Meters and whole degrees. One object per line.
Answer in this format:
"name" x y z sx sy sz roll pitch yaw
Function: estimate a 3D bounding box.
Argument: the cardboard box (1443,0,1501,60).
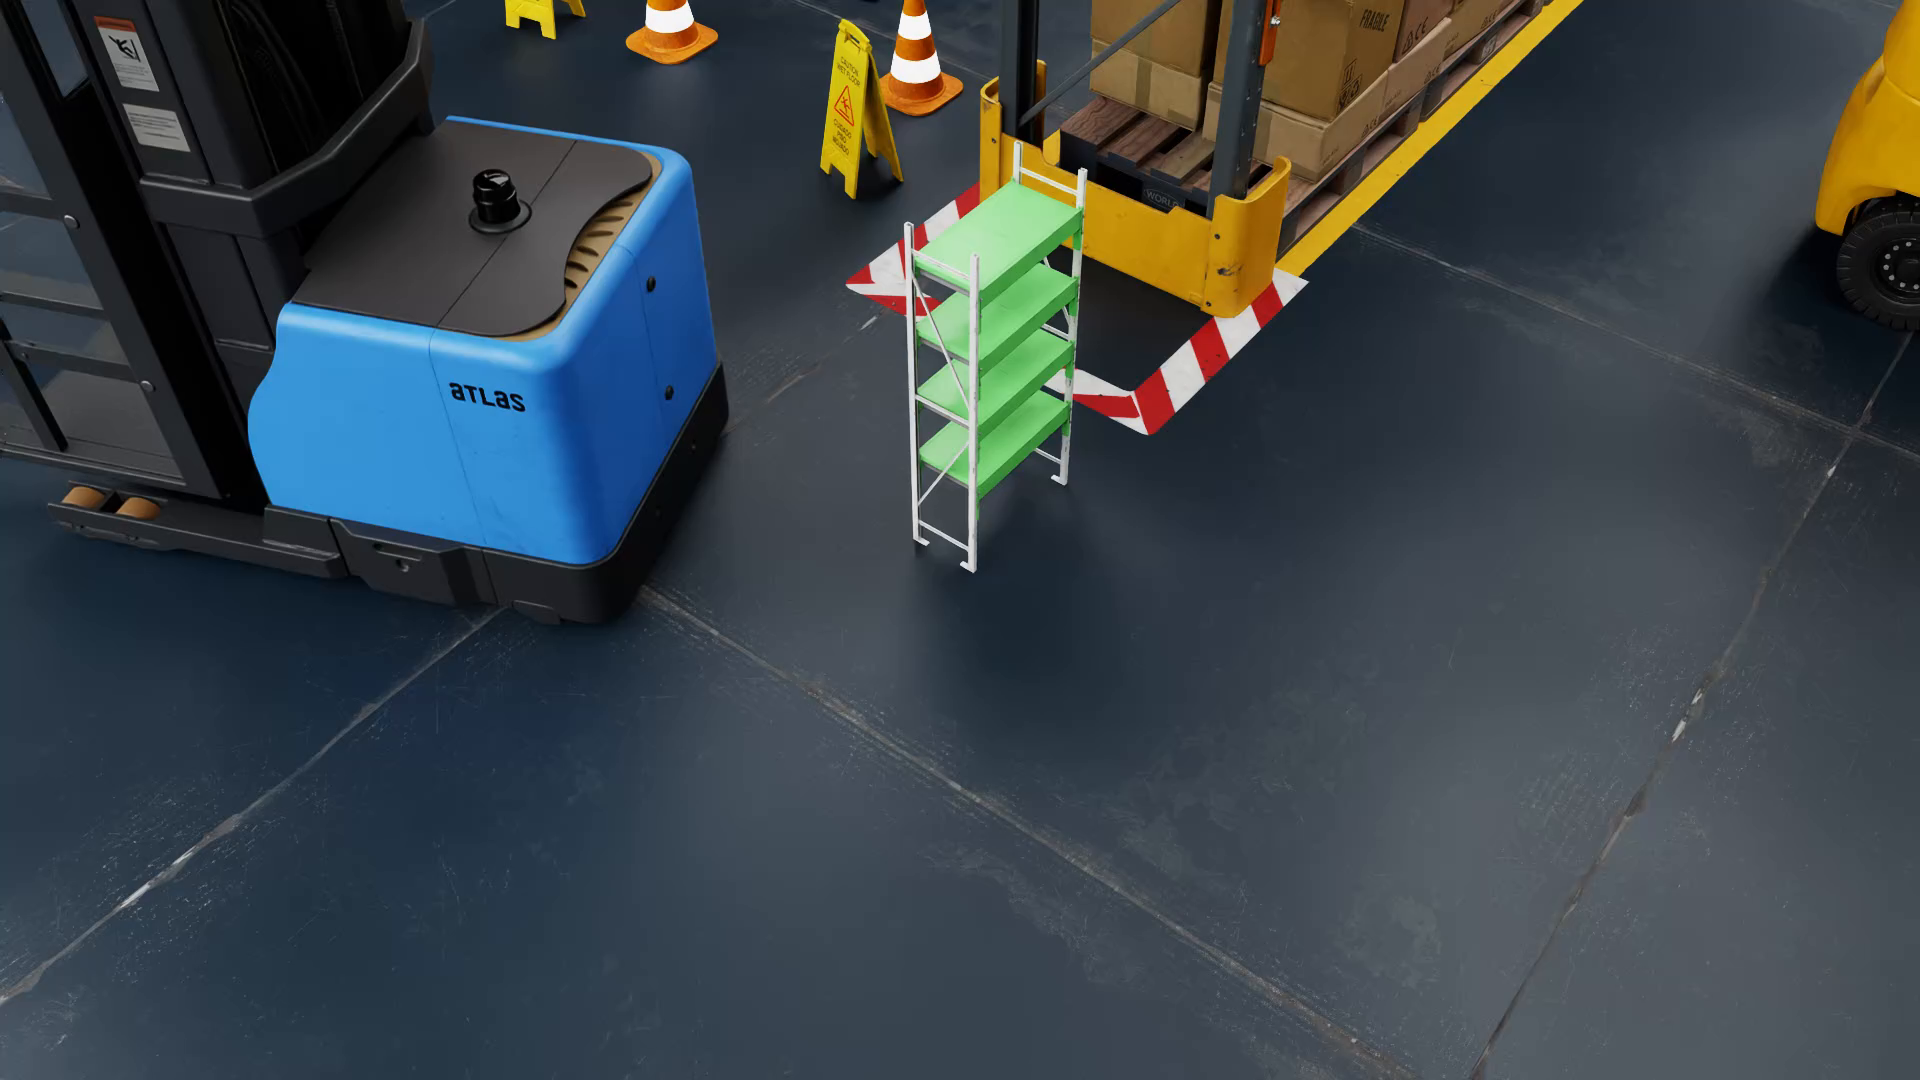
"cardboard box" 1.924 -2.273 6.958 0.500 0.250 0.500 33 54 27

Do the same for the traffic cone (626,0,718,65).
"traffic cone" -1.274 -2.368 7.192 0.336 0.463 0.334 29 53 25

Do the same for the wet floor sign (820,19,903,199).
"wet floor sign" -0.392 -1.683 6.412 0.232 0.644 0.267 -25 51 -22

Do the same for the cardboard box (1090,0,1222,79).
"cardboard box" 0.854 -2.160 6.332 0.500 0.500 0.500 30 53 25

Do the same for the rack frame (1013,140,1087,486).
"rack frame" 0.250 -0.649 5.040 0.240 1.200 0.015 29 53 25

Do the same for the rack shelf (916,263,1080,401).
"rack shelf" 0.101 -0.631 4.779 0.258 0.148 0.480 29 53 25

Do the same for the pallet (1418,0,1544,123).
"pallet" 1.888 -2.357 7.355 1.003 0.211 1.213 29 53 25

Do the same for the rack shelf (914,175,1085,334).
"rack shelf" 0.101 -0.797 4.606 0.258 0.148 0.480 29 53 25

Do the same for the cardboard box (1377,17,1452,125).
"cardboard box" 1.601 -1.955 6.655 0.500 0.250 0.500 31 54 26

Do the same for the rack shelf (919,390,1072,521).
"rack shelf" 0.101 -0.299 5.126 0.258 0.148 0.480 29 53 25

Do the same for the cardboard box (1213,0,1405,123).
"cardboard box" 1.297 -1.940 6.121 0.500 0.500 0.500 28 52 24

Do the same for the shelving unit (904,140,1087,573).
"shelving unit" 0.101 -0.509 4.907 0.258 1.200 0.503 29 53 25

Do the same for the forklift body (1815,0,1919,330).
"forklift body" 4.216 -1.538 5.232 2.313 2.155 1.214 29 53 25

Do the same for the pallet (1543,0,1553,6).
"pallet" 2.634 -3.058 8.025 1.003 0.211 1.213 29 53 25

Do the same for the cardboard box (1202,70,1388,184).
"cardboard box" 1.283 -1.667 6.379 0.500 0.250 0.500 29 53 25

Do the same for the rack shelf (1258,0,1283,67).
"rack shelf" 1.793 -3.028 6.566 1.077 0.370 4.000 29 53 25

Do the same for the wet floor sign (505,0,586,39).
"wet floor sign" -1.859 -2.558 7.247 0.267 0.644 0.232 21 50 19

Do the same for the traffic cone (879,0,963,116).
"traffic cone" -0.187 -2.072 6.909 0.336 0.463 0.334 29 53 25

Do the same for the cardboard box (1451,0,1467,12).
"cardboard box" 1.926 -2.524 6.679 0.500 0.500 0.500 30 53 26

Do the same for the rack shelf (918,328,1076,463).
"rack shelf" 0.101 -0.465 4.953 0.258 0.148 0.480 29 53 25

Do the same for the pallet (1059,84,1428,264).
"pallet" 1.142 -1.662 6.691 1.003 0.211 1.213 29 53 25

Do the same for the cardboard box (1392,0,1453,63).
"cardboard box" 1.613 -2.241 6.409 0.500 0.500 0.500 27 52 24

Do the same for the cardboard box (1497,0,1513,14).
"cardboard box" 2.235 -2.561 7.233 0.500 0.250 0.500 30 53 26

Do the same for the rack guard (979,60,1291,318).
"rack guard" 0.617 -1.312 6.158 1.175 0.500 0.348 29 53 25

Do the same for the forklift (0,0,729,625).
"forklift" -2.344 -1.342 4.505 3.031 2.935 1.130 11 47 10

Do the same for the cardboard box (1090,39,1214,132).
"cardboard box" 0.867 -1.923 6.623 0.500 0.250 0.500 29 53 25

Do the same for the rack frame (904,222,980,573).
"rack frame" -0.048 -0.370 4.773 0.240 1.200 0.015 29 53 25

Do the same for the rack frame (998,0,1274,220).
"rack frame" 0.571 -2.132 5.212 1.000 3.000 0.127 29 53 25
